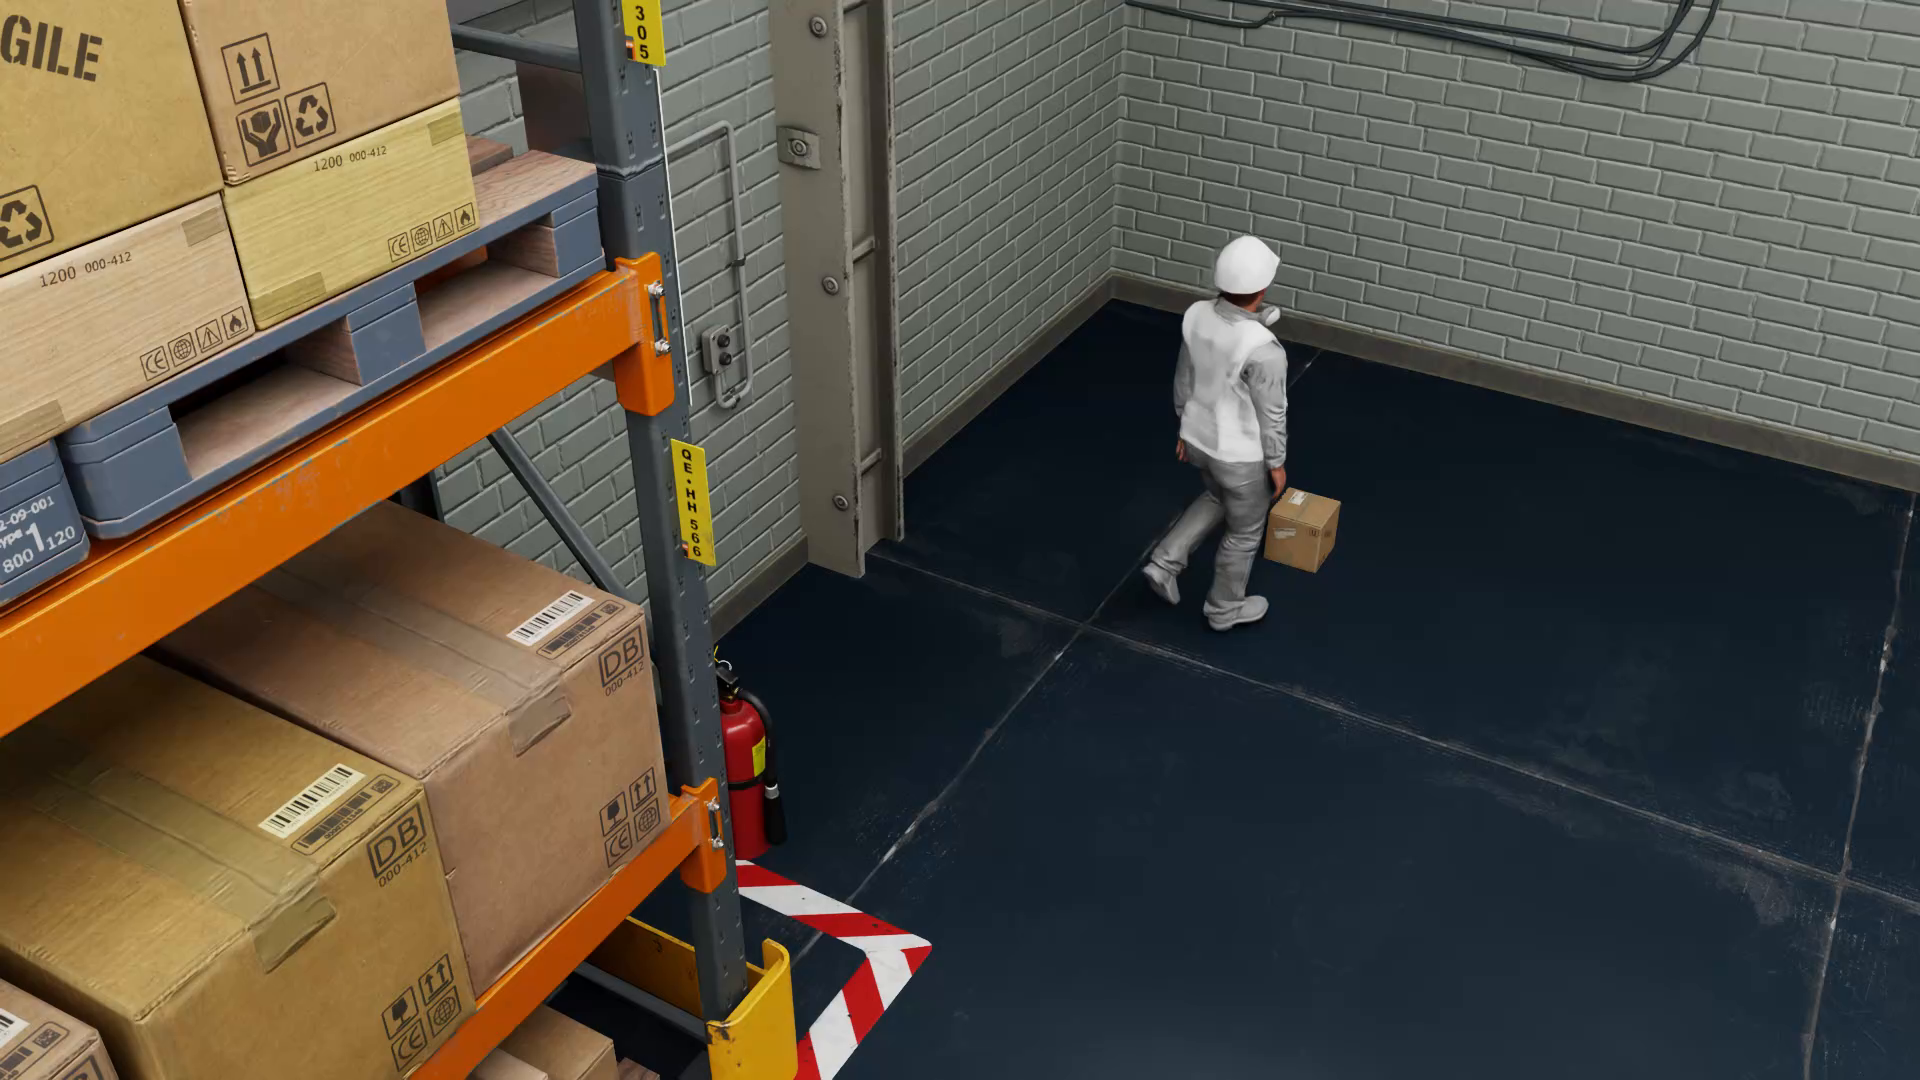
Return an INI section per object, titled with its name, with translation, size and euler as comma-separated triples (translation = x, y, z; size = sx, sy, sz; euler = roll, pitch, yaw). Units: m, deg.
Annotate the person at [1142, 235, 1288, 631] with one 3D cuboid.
[person]
translation = 1.070, -0.396, 6.682
size = 0.526, 1.764, 0.552
euler = -18, 38, -24
